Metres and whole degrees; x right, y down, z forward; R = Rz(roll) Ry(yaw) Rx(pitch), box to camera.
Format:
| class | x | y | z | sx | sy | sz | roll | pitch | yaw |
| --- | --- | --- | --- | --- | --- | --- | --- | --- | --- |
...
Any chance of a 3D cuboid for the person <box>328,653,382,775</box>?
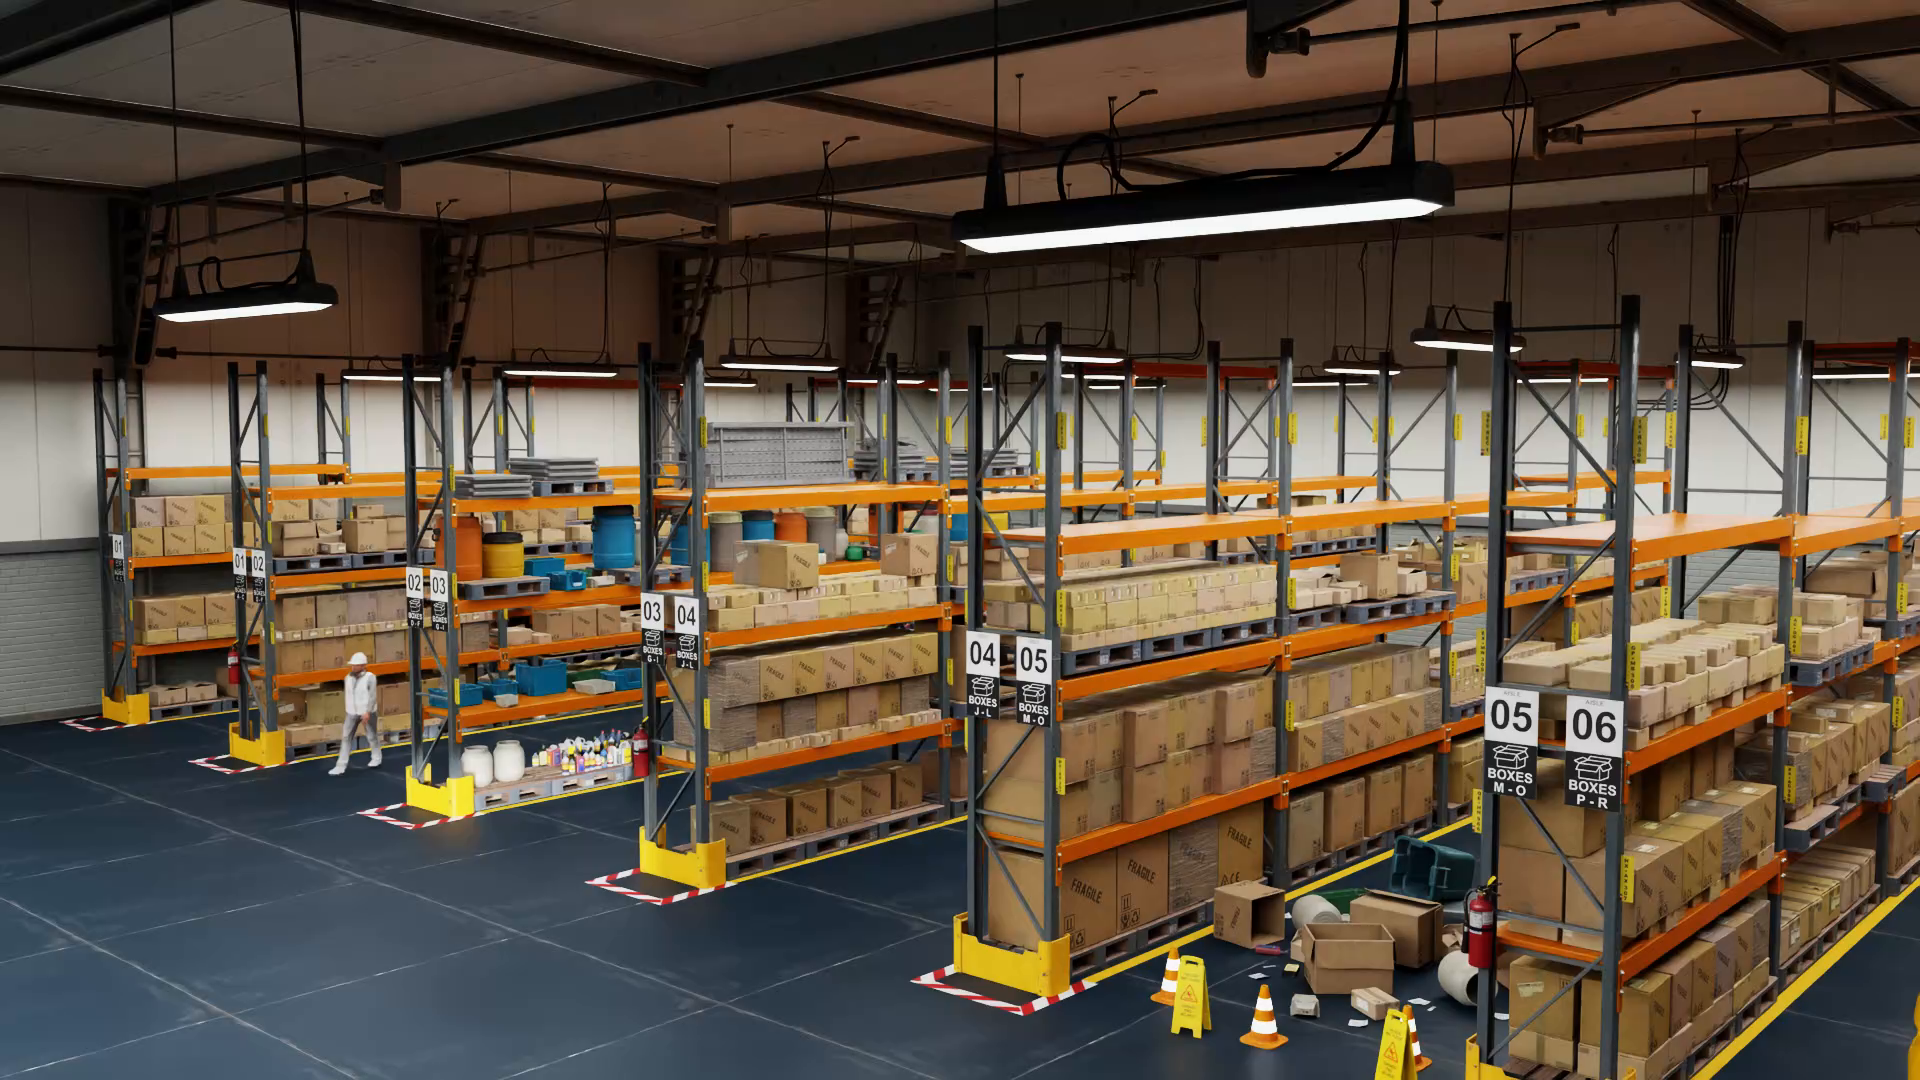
| class | x | y | z | sx | sy | sz | roll | pitch | yaw |
| --- | --- | --- | --- | --- | --- | --- | --- | --- | --- |
| person | -8.748 | 2.498 | 24.190 | 0.558 | 1.715 | 0.986 | 0 | 4 | 4 |

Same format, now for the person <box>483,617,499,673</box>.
| class | x | y | z | sx | sy | sz | roll | pitch | yaw |
| --- | --- | --- | --- | --- | --- | --- | --- | --- | --- |
| person | -8.343 | 2.173 | 30.162 | 0.503 | 1.581 | 0.487 | 3 | 5 | 32 |
